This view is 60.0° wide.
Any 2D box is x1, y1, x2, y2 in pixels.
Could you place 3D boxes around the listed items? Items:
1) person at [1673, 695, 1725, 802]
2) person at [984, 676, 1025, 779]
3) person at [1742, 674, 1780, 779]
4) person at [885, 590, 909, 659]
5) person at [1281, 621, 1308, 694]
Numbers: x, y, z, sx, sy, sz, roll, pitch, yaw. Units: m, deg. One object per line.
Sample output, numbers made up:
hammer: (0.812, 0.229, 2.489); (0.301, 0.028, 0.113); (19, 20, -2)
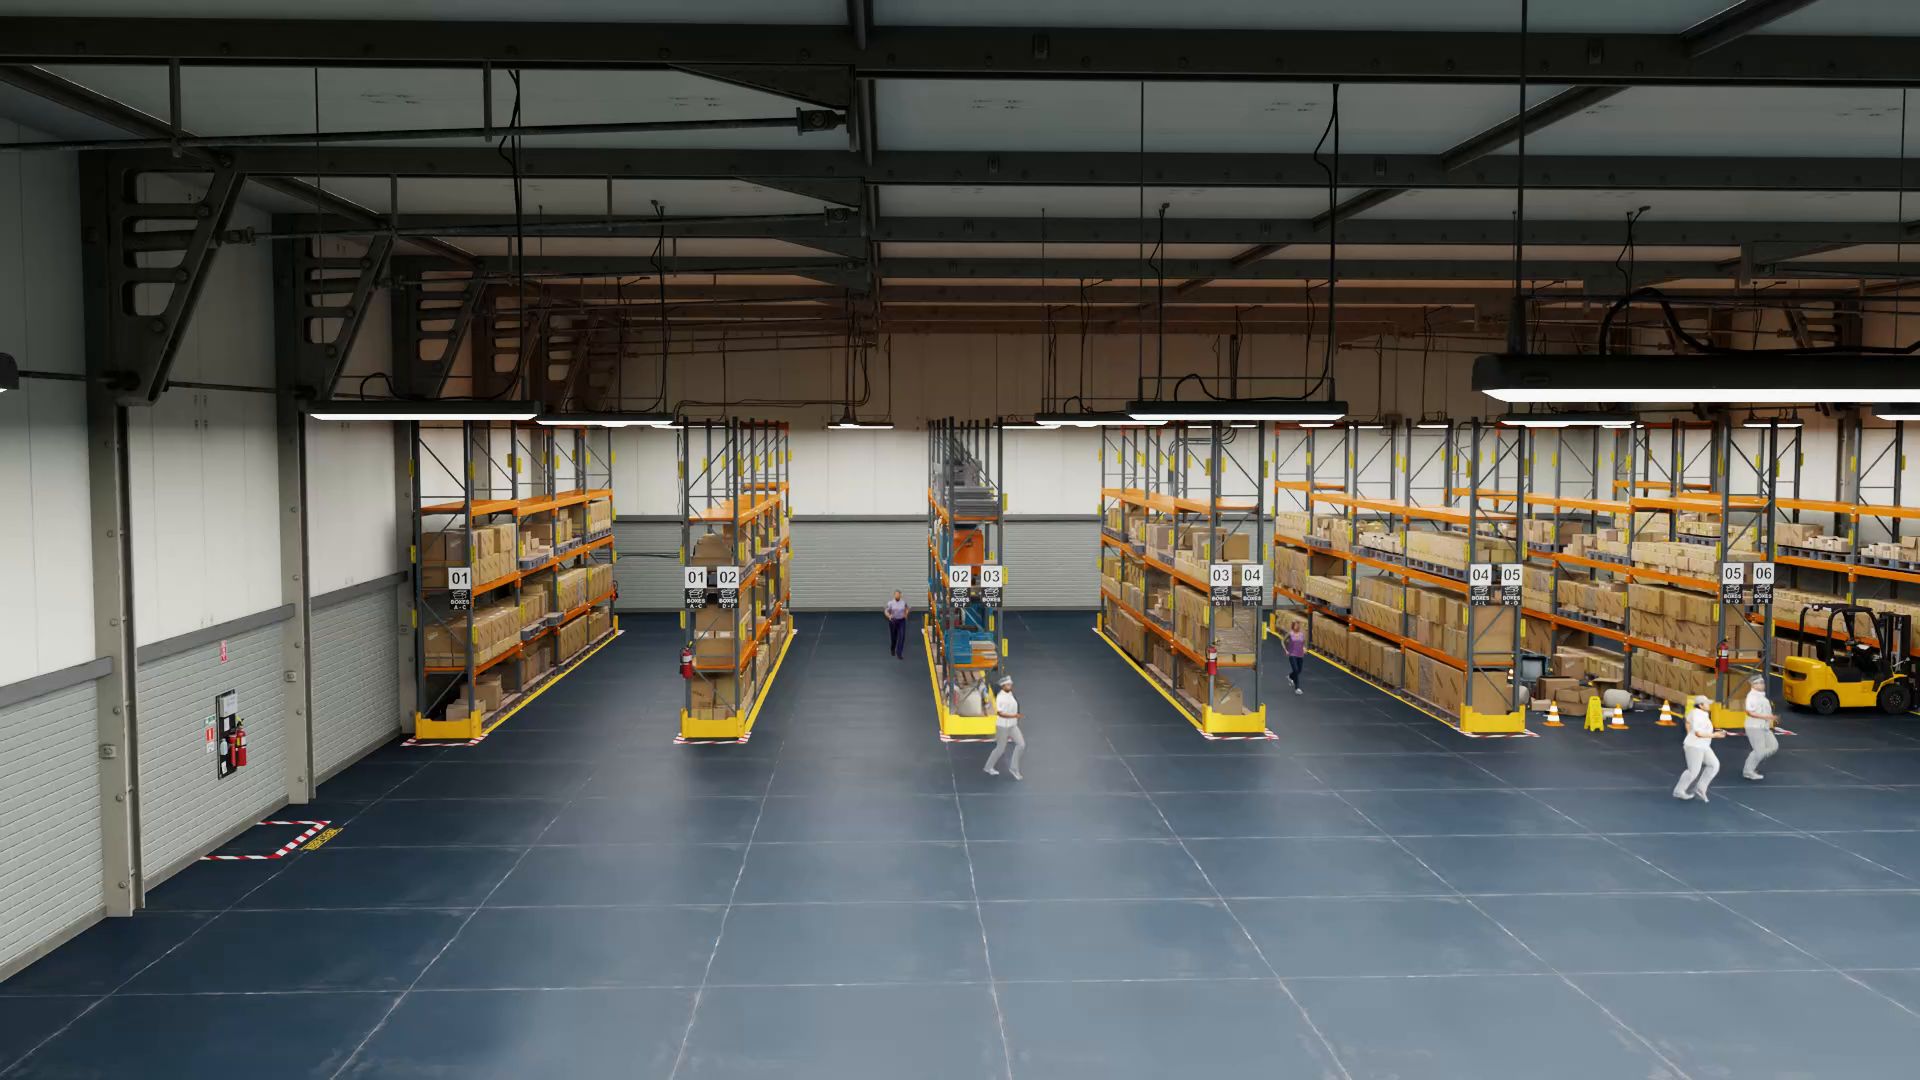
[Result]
person: (11.442, 3.236, 25.711); (0.727, 1.672, 0.564); (2, 4, 32)
person: (0.747, 3.099, 27.460); (0.726, 1.747, 0.576); (2, 4, 31)
person: (13.169, 3.065, 27.287); (0.602, 1.739, 0.650); (3, 5, 42)
person: (-1.496, 2.023, 39.987); (0.608, 1.640, 0.687); (-1, 4, -13)
person: (7.332, 2.551, 36.454); (0.565, 1.574, 0.823); (-1, 4, -11)
